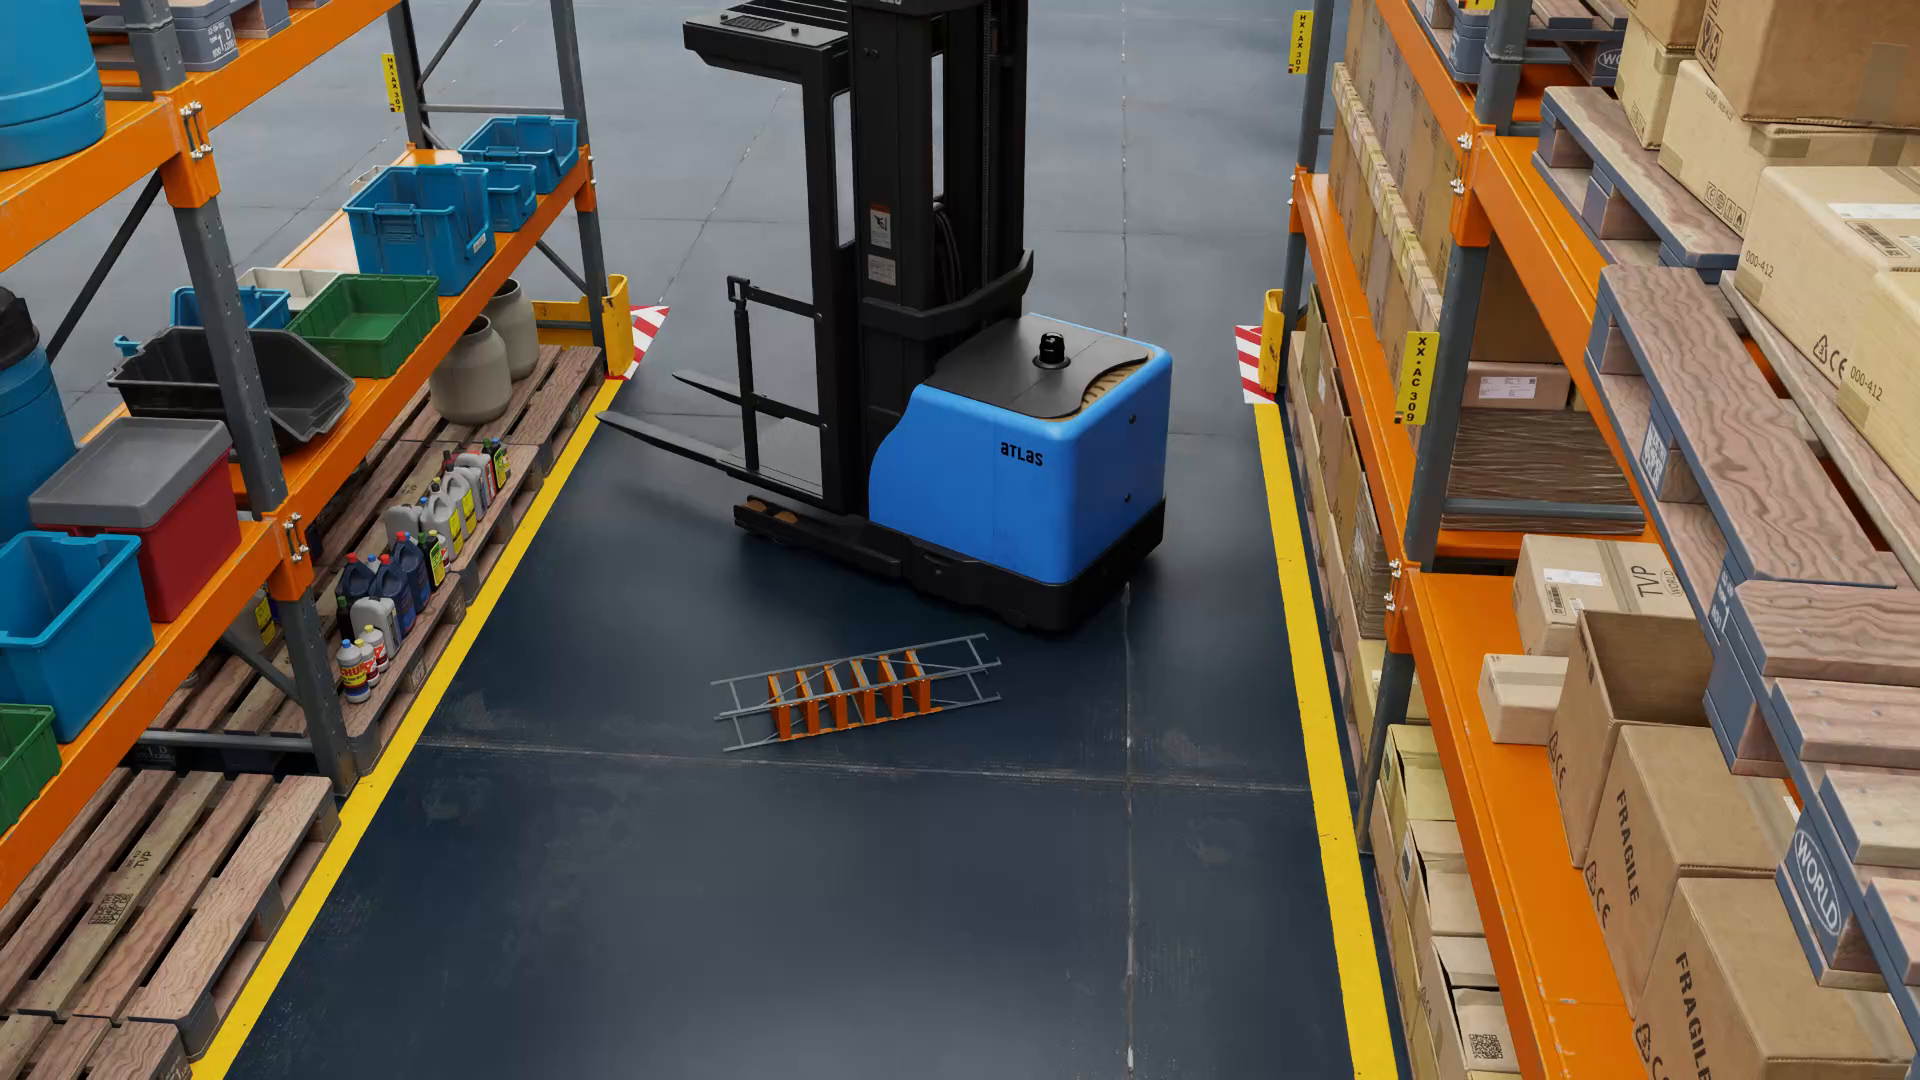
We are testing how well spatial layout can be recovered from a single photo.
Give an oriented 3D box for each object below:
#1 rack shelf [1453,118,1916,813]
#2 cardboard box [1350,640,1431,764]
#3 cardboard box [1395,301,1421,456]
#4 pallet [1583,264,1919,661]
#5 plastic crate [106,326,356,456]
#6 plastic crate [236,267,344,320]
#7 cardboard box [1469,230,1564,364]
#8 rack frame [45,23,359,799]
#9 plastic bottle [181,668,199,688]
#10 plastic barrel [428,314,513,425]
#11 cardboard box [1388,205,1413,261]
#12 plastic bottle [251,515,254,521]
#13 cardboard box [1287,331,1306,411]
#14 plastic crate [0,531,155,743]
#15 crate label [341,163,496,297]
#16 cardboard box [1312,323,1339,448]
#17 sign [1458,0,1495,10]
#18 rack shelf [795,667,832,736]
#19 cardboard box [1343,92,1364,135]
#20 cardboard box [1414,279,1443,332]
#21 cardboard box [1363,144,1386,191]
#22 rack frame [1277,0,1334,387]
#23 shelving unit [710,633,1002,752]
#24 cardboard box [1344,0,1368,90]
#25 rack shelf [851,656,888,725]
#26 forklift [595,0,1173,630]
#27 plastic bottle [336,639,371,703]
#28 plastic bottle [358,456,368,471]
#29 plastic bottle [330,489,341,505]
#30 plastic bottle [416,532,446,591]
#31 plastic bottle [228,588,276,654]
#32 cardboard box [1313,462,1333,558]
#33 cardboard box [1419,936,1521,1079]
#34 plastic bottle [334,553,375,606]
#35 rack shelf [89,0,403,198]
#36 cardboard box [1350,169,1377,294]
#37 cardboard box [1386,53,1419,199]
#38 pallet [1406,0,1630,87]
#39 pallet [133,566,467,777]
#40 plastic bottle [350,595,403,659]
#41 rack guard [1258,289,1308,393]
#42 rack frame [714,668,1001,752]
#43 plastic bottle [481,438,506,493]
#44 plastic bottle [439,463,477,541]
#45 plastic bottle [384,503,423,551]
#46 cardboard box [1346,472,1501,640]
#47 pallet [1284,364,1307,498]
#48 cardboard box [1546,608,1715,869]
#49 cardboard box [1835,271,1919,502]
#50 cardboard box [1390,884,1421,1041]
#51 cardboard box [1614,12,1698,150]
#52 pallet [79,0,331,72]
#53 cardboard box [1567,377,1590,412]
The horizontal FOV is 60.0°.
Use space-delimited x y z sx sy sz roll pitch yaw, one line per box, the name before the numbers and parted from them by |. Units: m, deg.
rack shelf | 1.853 -0.016 3.244 1.077 0.370 4.000 2 32 4
cardboard box | 1.835 0.649 6.559 0.500 0.250 0.500 2 32 4
cardboard box | 2.082 -0.642 6.338 0.700 0.500 0.500 2 32 3
pallet | 1.744 -0.140 2.939 1.003 0.211 1.213 4 32 6
plastic crate | -2.752 -0.547 6.337 0.767 0.338 0.504 2 32 4
plastic crate | -3.041 -1.052 7.350 0.530 0.136 0.437 2 32 4
cardboard box | 2.045 -0.918 5.549 0.700 0.500 0.500 3 32 4
rack frame | -2.921 -0.305 5.885 1.000 3.000 0.127 2 32 4
plastic bottle | -3.202 0.496 6.834 0.097 0.201 0.097 0 32 0
plastic barrel | -2.614 -0.906 8.833 0.421 0.512 0.421 0 32 0
cardboard box | 1.929 -1.225 6.665 0.380 0.149 0.250 3 32 5
plastic bottle | -3.114 0.017 7.468 0.144 0.351 0.185 2 32 4
cardboard box | 2.076 -0.920 9.104 0.500 0.250 0.500 2 32 4
plastic crate | -2.701 0.292 4.932 0.392 0.384 0.575 2 32 4
crate label | -2.476 -1.437 7.690 0.502 0.435 0.616 2 32 4
cardboard box | 2.009 -0.716 8.058 0.500 0.500 0.500 2 32 4
sign | 1.462 -1.645 4.633 0.100 0.325 0.005 2 32 4
rack shelf | -0.619 0.669 6.979 0.103 0.180 0.258 -9 33 -14
cardboard box | 2.054 -2.037 7.983 0.380 0.149 0.250 3 32 4
cardboard box | 1.865 -0.827 6.020 0.380 0.149 0.250 2 32 3
cardboard box | 1.992 -1.632 7.325 0.380 0.149 0.250 2 32 3
rack frame | 2.341 -2.183 8.933 1.000 3.000 0.127 2 32 4
shelving unit | -0.432 0.639 7.027 1.200 0.189 0.258 -9 33 -14
cardboard box | 2.286 -2.506 8.126 0.700 0.500 0.500 3 32 4
rack shelf | -0.389 0.632 7.038 0.103 0.180 0.258 -9 33 -14
forklift | -0.518 -1.430 7.776 3.031 2.935 1.130 19 37 28
plastic bottle | -2.458 0.522 6.726 0.097 0.271 0.097 0 32 0
plastic bottle | -3.054 -0.487 8.363 0.097 0.271 0.097 0 32 0
plastic bottle | -3.082 -0.308 8.072 0.097 0.271 0.097 0 32 0
plastic bottle | -2.371 0.077 7.436 0.061 0.283 0.133 4 32 6
plastic bottle | -3.012 0.293 7.021 0.144 0.351 0.185 2 32 4
cardboard box | 1.952 -0.136 7.832 0.500 0.250 0.500 2 32 4
cardboard box | 1.647 1.400 4.806 0.500 0.311 0.500 1 32 2
plastic bottle | -2.585 0.225 7.131 0.144 0.351 0.185 2 32 4
rack shelf | -2.758 -2.321 6.984 1.077 0.370 4.000 2 32 4
cardboard box | 2.206 -1.448 7.645 0.700 0.500 0.500 3 32 4
cardboard box | 2.168 -1.706 6.827 0.700 0.500 0.500 2 32 4
pallet | 2.059 -1.778 5.501 1.003 0.211 1.213 2 32 4
pallet | -2.825 0.533 7.184 1.003 0.211 1.213 2 32 4
plastic bottle | -2.459 0.349 7.001 0.152 0.276 0.135 4 32 6
rack guard | 2.343 -1.131 9.609 1.175 0.500 0.348 2 32 4
rack frame | -0.431 0.716 7.075 1.200 0.006 0.240 -9 33 -14
plastic bottle | -2.299 -0.386 8.187 0.061 0.283 0.133 3 32 5
plastic bottle | -2.377 -0.187 7.800 0.144 0.351 0.185 4 32 6
plastic bottle | -2.542 -0.051 7.650 0.152 0.276 0.135 2 32 4
cardboard box | 1.888 0.069 6.785 0.500 0.500 0.500 2 32 4
pallet | 2.321 -0.594 9.013 1.003 0.211 1.213 2 32 4
cardboard box | 1.894 0.543 4.415 0.500 0.500 0.500 5 32 8
cardboard box | 1.753 -0.205 2.607 0.500 0.250 0.500 2 32 3
cardboard box | 1.693 1.368 5.391 0.500 0.250 0.500 3 32 5
cardboard box | 1.956 -1.161 4.159 0.500 0.250 0.500 6 32 9
pallet | -2.960 -1.883 5.767 1.213 0.211 1.003 2 32 4
cardboard box | 2.230 -0.542 5.557 0.380 0.149 0.250 2 32 4
